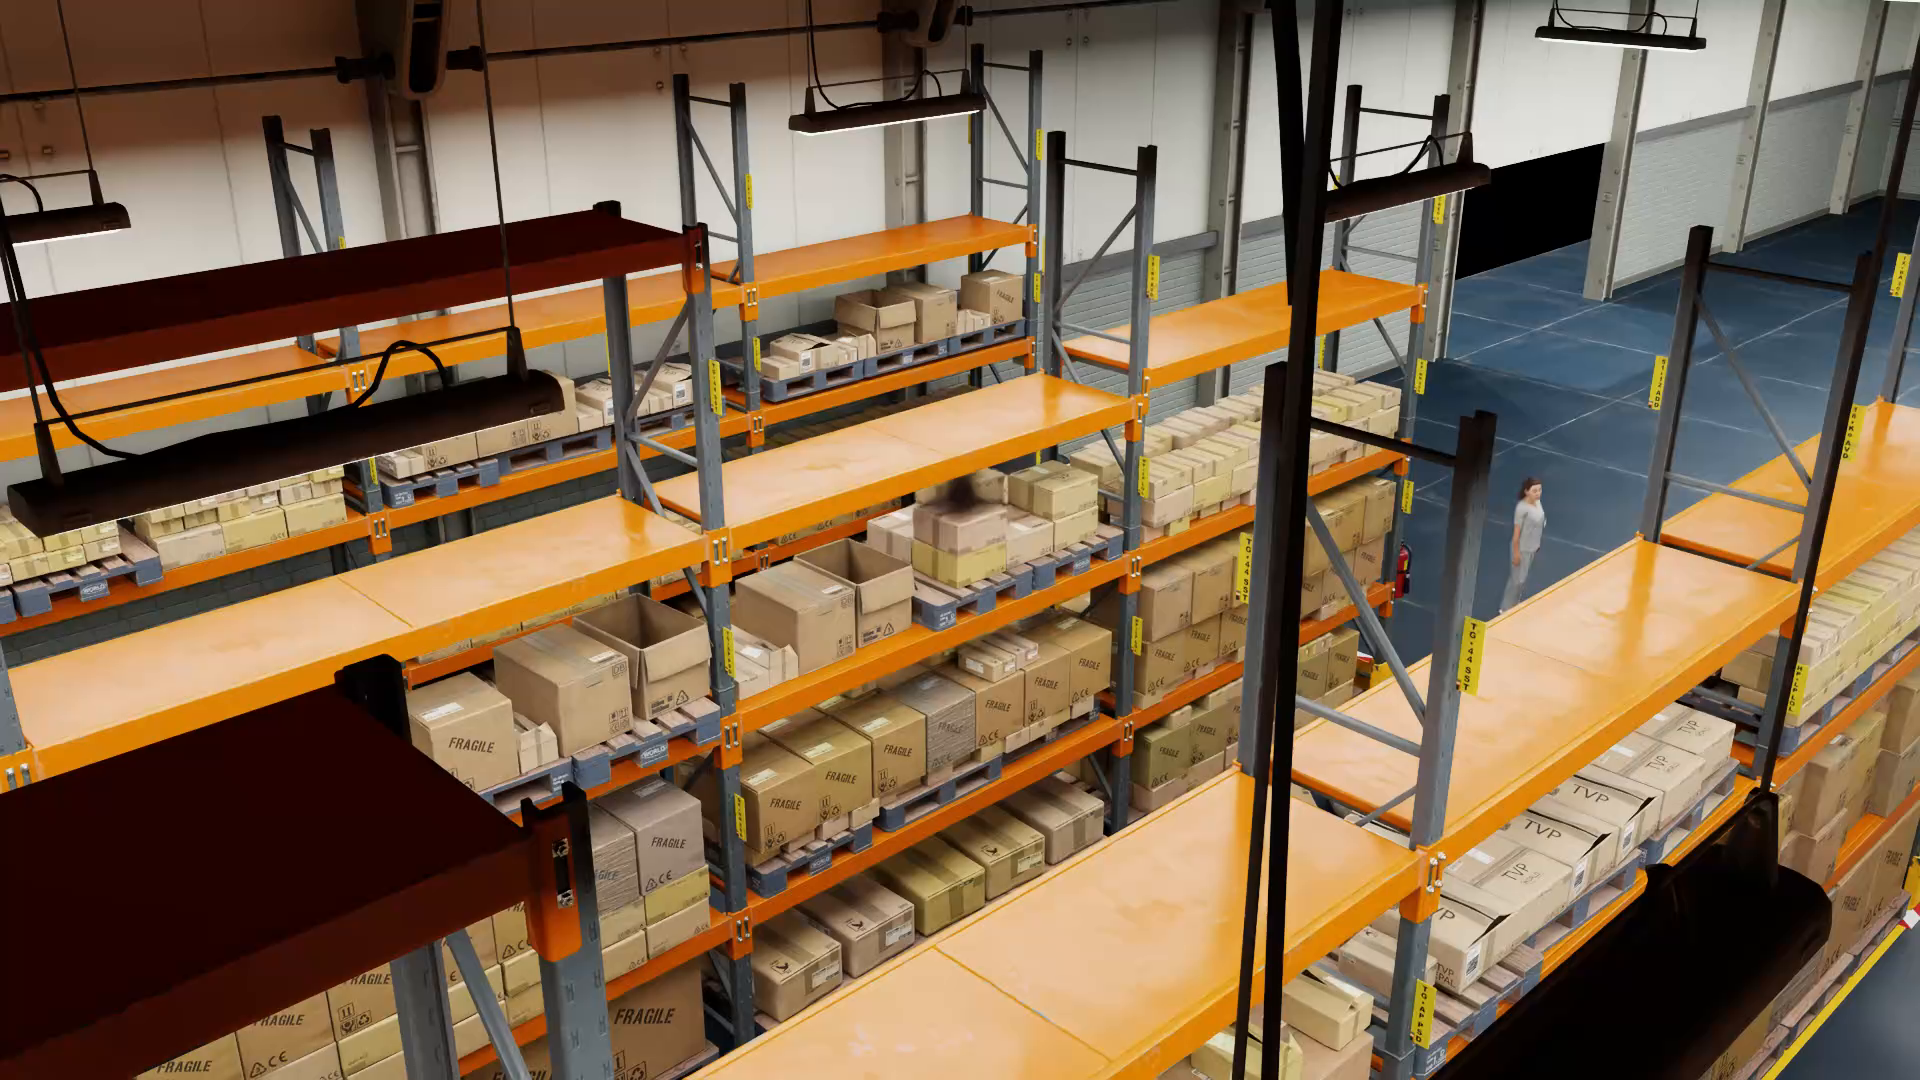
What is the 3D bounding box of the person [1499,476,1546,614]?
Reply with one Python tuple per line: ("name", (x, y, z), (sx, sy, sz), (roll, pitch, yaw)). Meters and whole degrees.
("person", (6.254, 0.096, 18.461), (0.380, 1.708, 0.550), (19, 29, 39))
